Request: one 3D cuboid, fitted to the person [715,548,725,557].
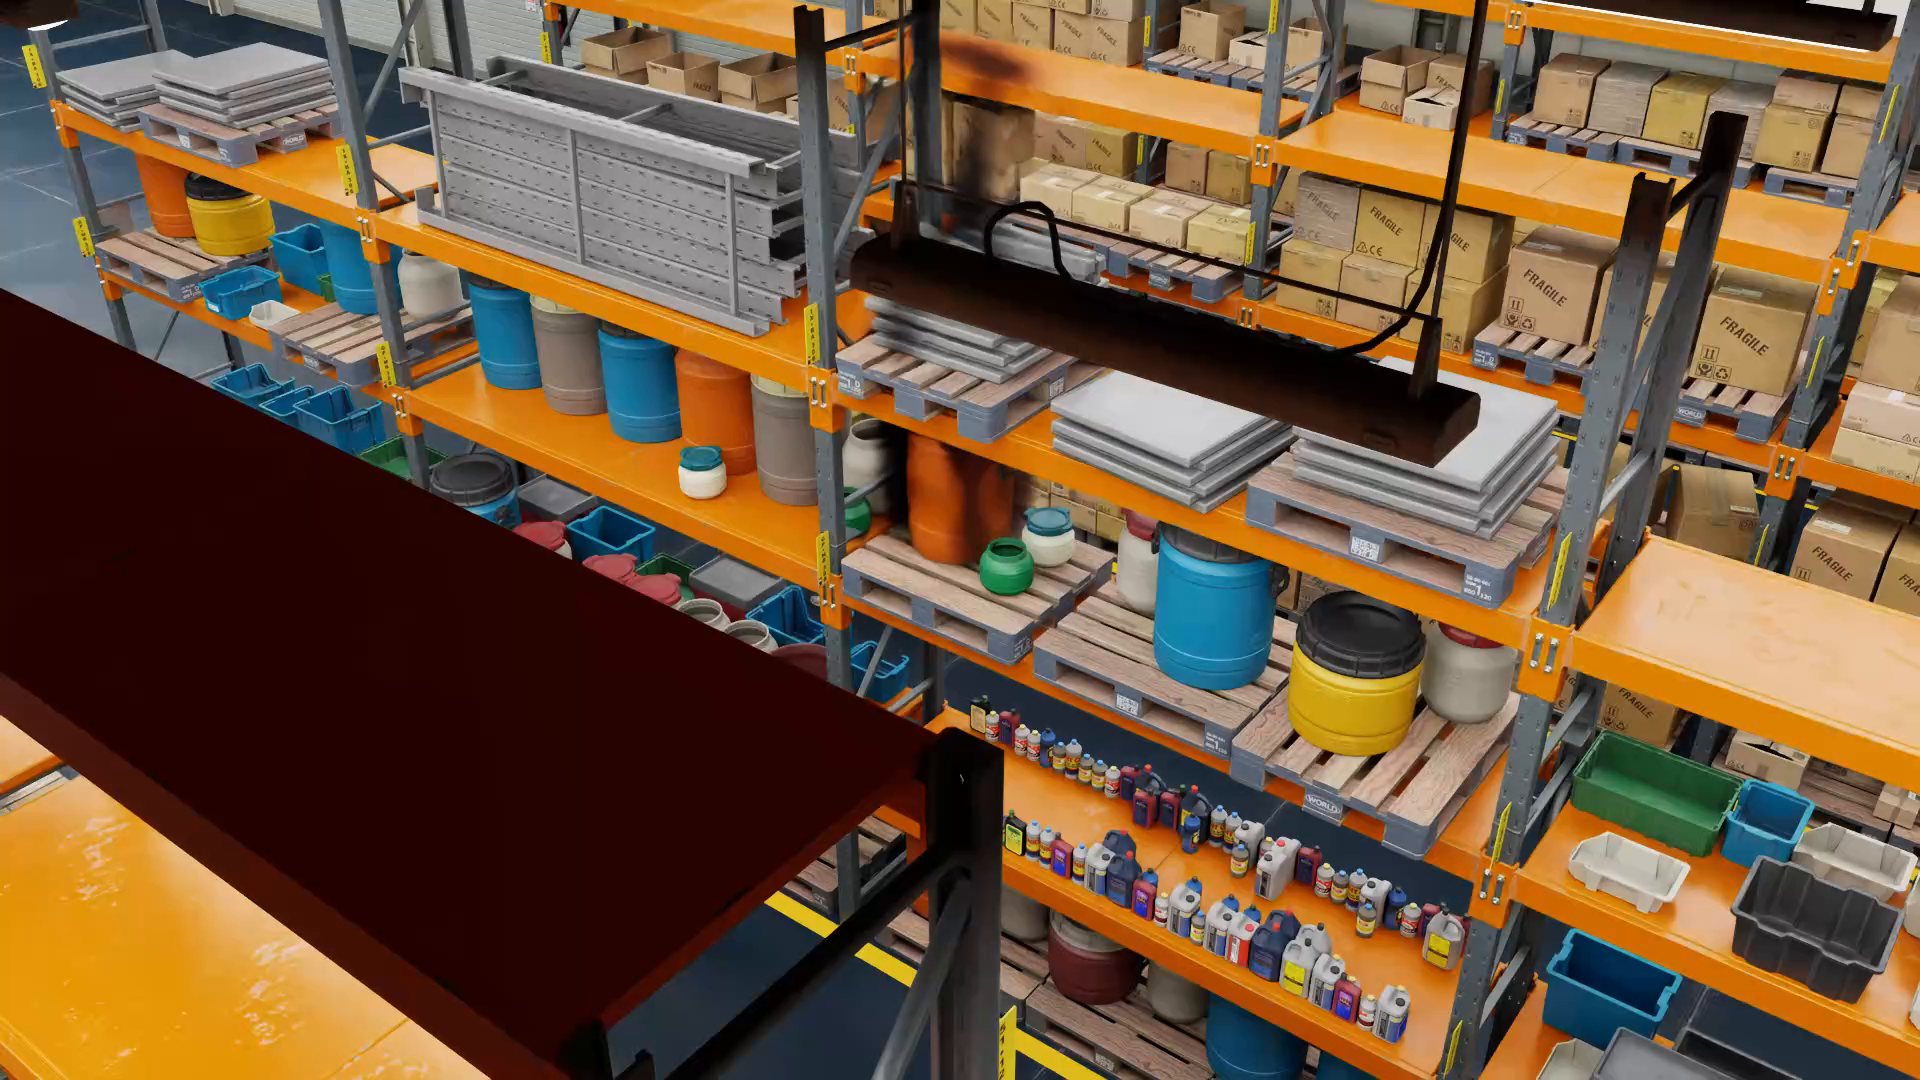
[{"bbox_3d":[-1.636,0.341,13.267,0.973,1.623,0.618,25,40,35],"label":"person"}]

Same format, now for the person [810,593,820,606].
[{"bbox_3d":[-1.334,-0.150,14.032,0.654,1.547,0.571,22,38,31],"label":"person"}]
